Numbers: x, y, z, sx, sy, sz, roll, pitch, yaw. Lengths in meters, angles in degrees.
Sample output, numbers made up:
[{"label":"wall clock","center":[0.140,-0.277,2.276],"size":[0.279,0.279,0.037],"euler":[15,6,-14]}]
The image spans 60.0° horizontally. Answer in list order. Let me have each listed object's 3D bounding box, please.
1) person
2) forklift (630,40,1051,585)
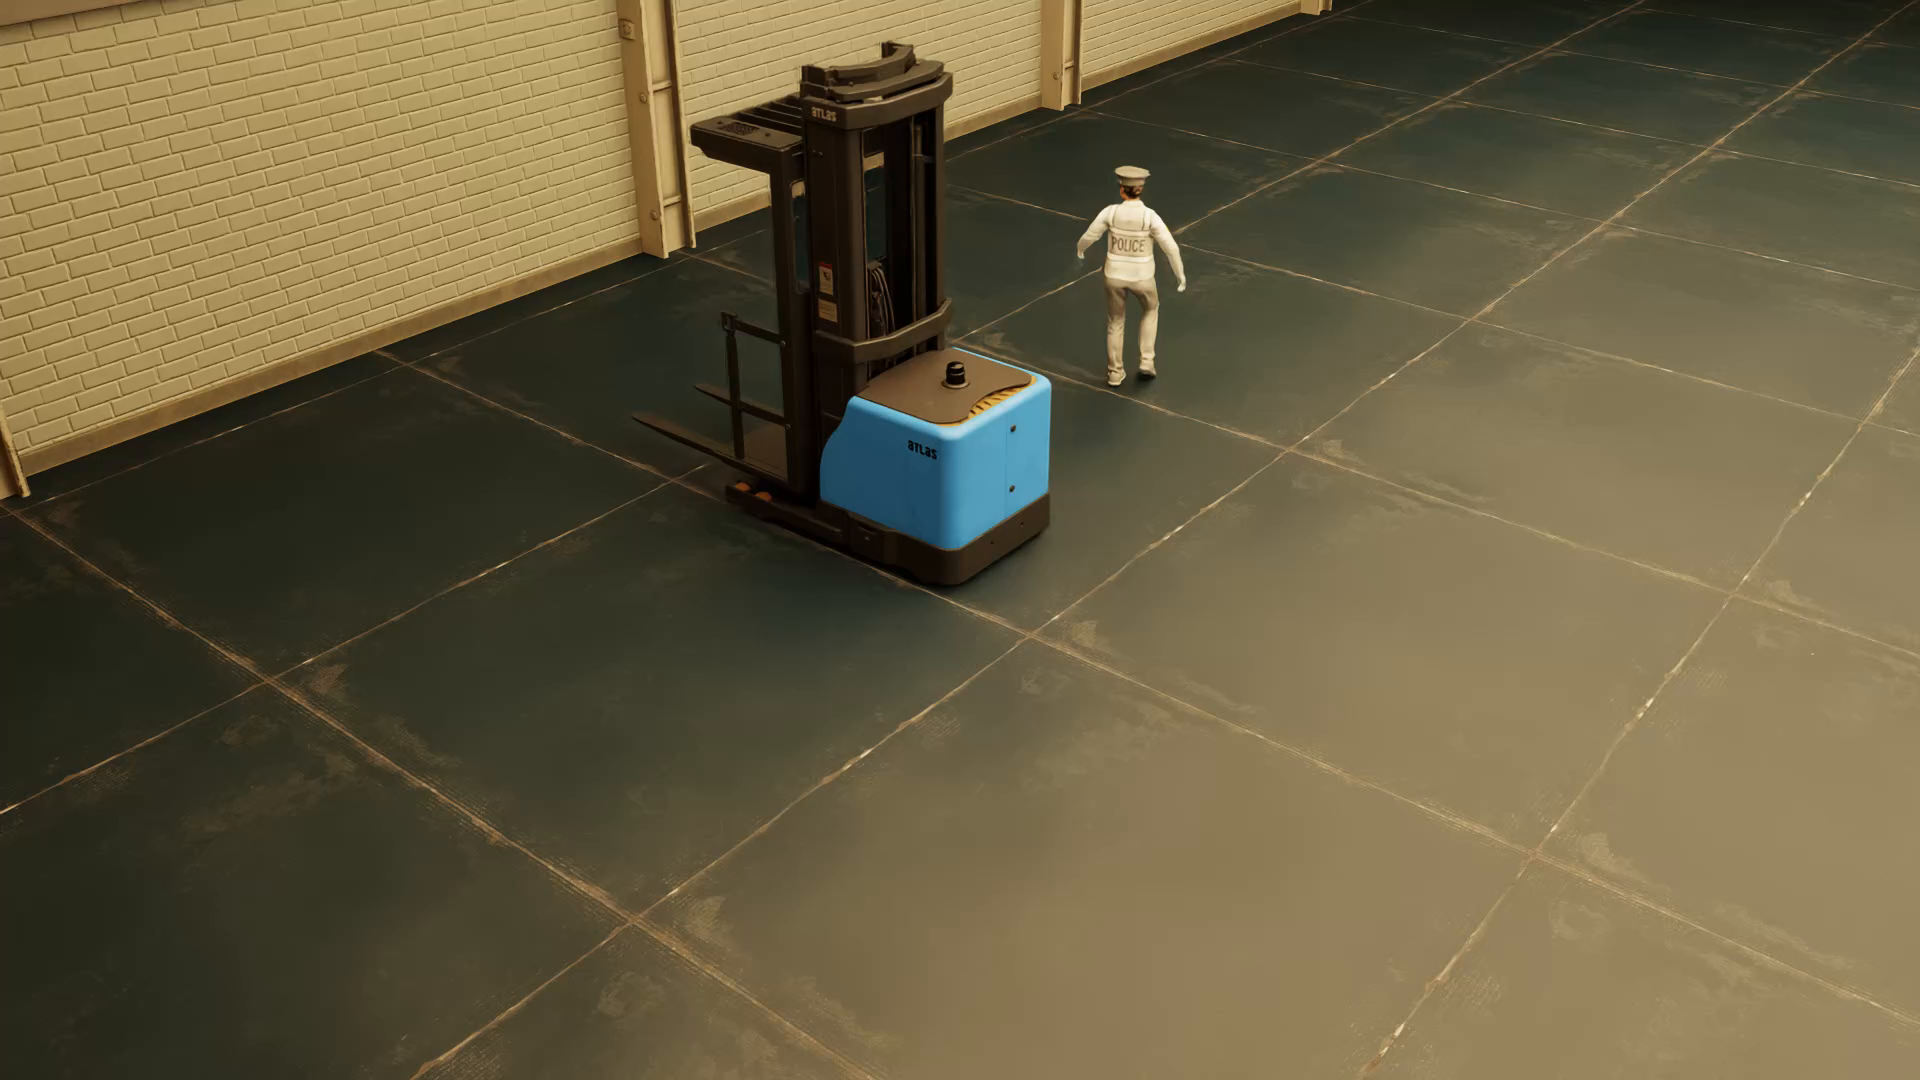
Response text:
[{"label":"person","center":[1.235,-1.918,12.199],"size":[0.837,1.685,0.442],"euler":[9,31,14]},{"label":"forklift","center":[-0.899,-1.596,10.326],"size":[3.031,2.935,1.130],"euler":[22,37,33]}]
